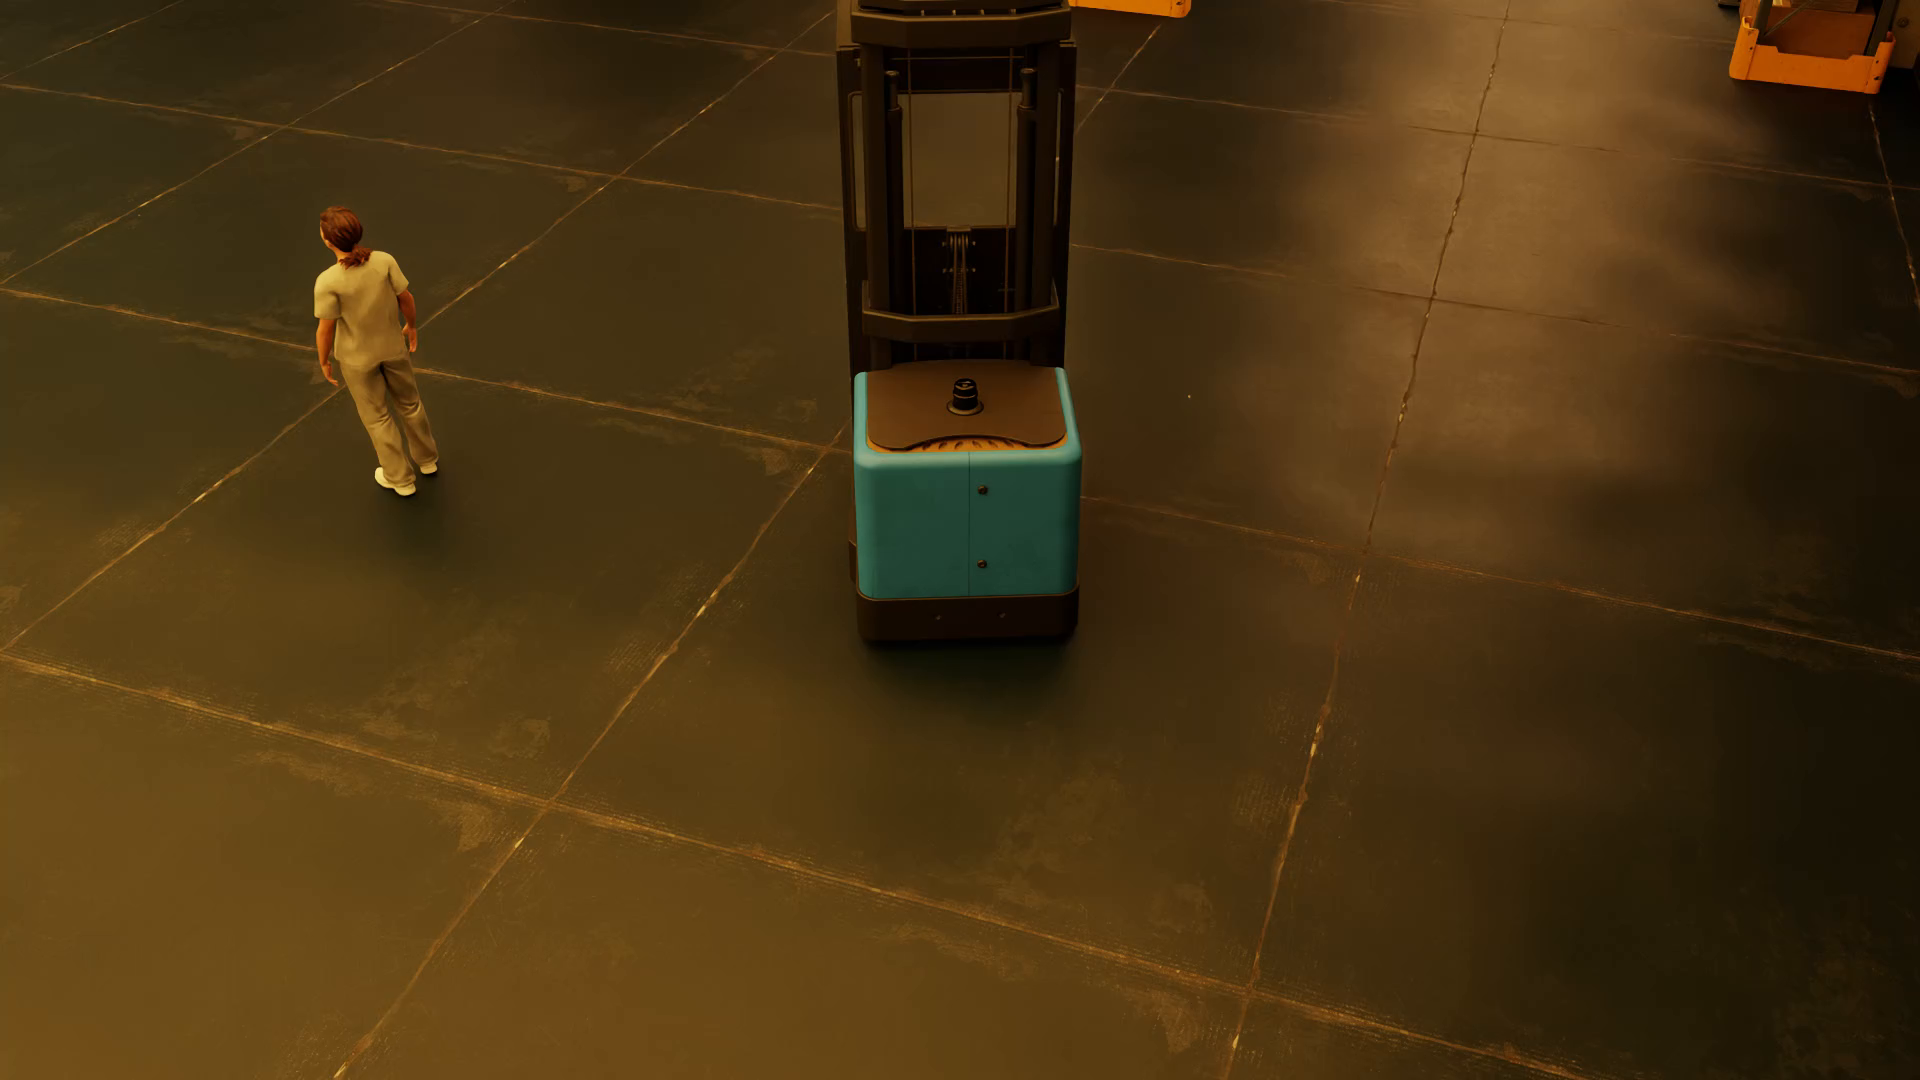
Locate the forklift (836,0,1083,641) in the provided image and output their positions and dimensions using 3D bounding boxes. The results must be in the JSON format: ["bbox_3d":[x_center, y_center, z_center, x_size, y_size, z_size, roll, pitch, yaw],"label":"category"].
[{"bbox_3d":[-0.029,-1.547,8.293,1.130,2.935,3.031,-2,35,-2],"label":"forklift"}]

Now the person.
[{"bbox_3d":[-3.051,-0.967,8.583,0.546,1.636,0.550,-27,43,-32],"label":"person"}]
